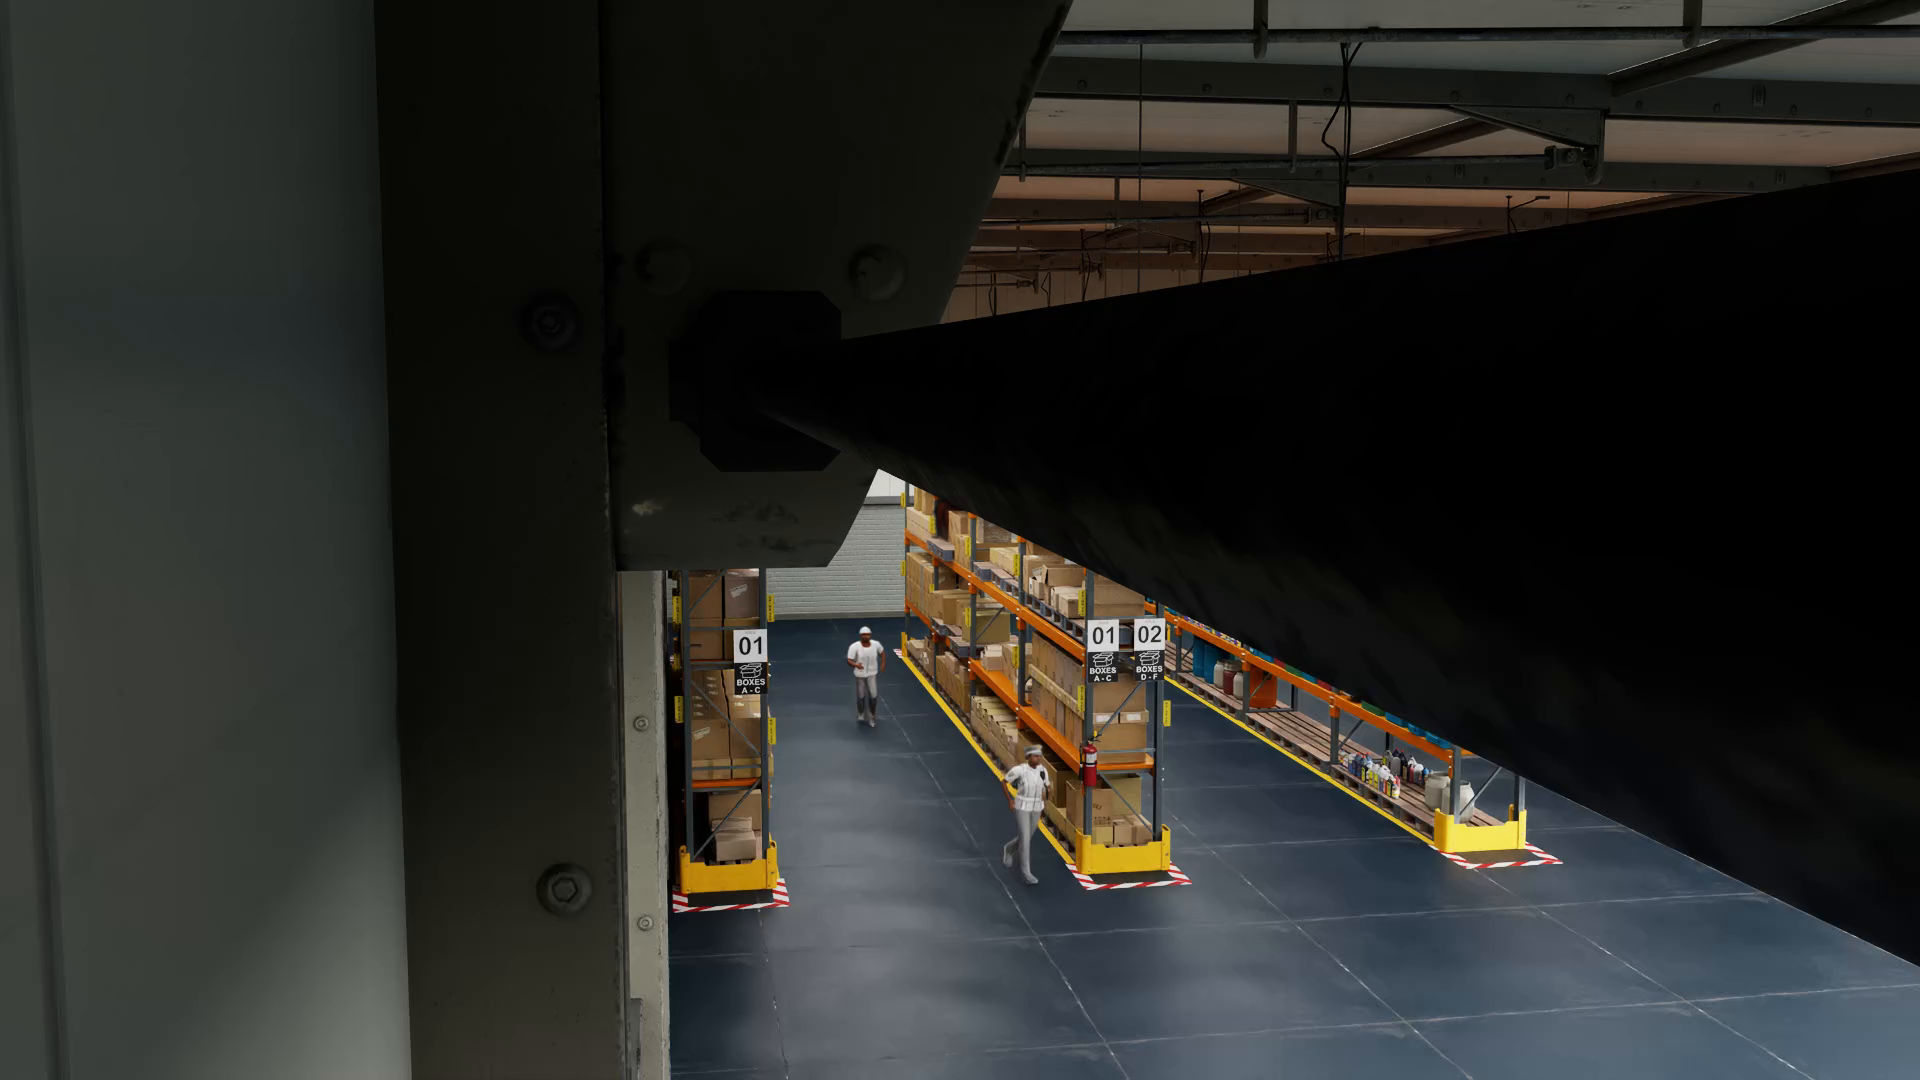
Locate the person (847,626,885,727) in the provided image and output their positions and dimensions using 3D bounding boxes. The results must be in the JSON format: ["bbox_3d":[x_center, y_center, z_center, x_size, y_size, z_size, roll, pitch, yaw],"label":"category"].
[{"bbox_3d":[-1.645,2.427,29.410,0.721,1.821,0.729,-1,6,-11],"label":"person"}]

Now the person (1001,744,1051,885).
[{"bbox_3d":[0.860,3.330,20.615,0.611,1.643,0.965,-3,7,-27],"label":"person"}]
